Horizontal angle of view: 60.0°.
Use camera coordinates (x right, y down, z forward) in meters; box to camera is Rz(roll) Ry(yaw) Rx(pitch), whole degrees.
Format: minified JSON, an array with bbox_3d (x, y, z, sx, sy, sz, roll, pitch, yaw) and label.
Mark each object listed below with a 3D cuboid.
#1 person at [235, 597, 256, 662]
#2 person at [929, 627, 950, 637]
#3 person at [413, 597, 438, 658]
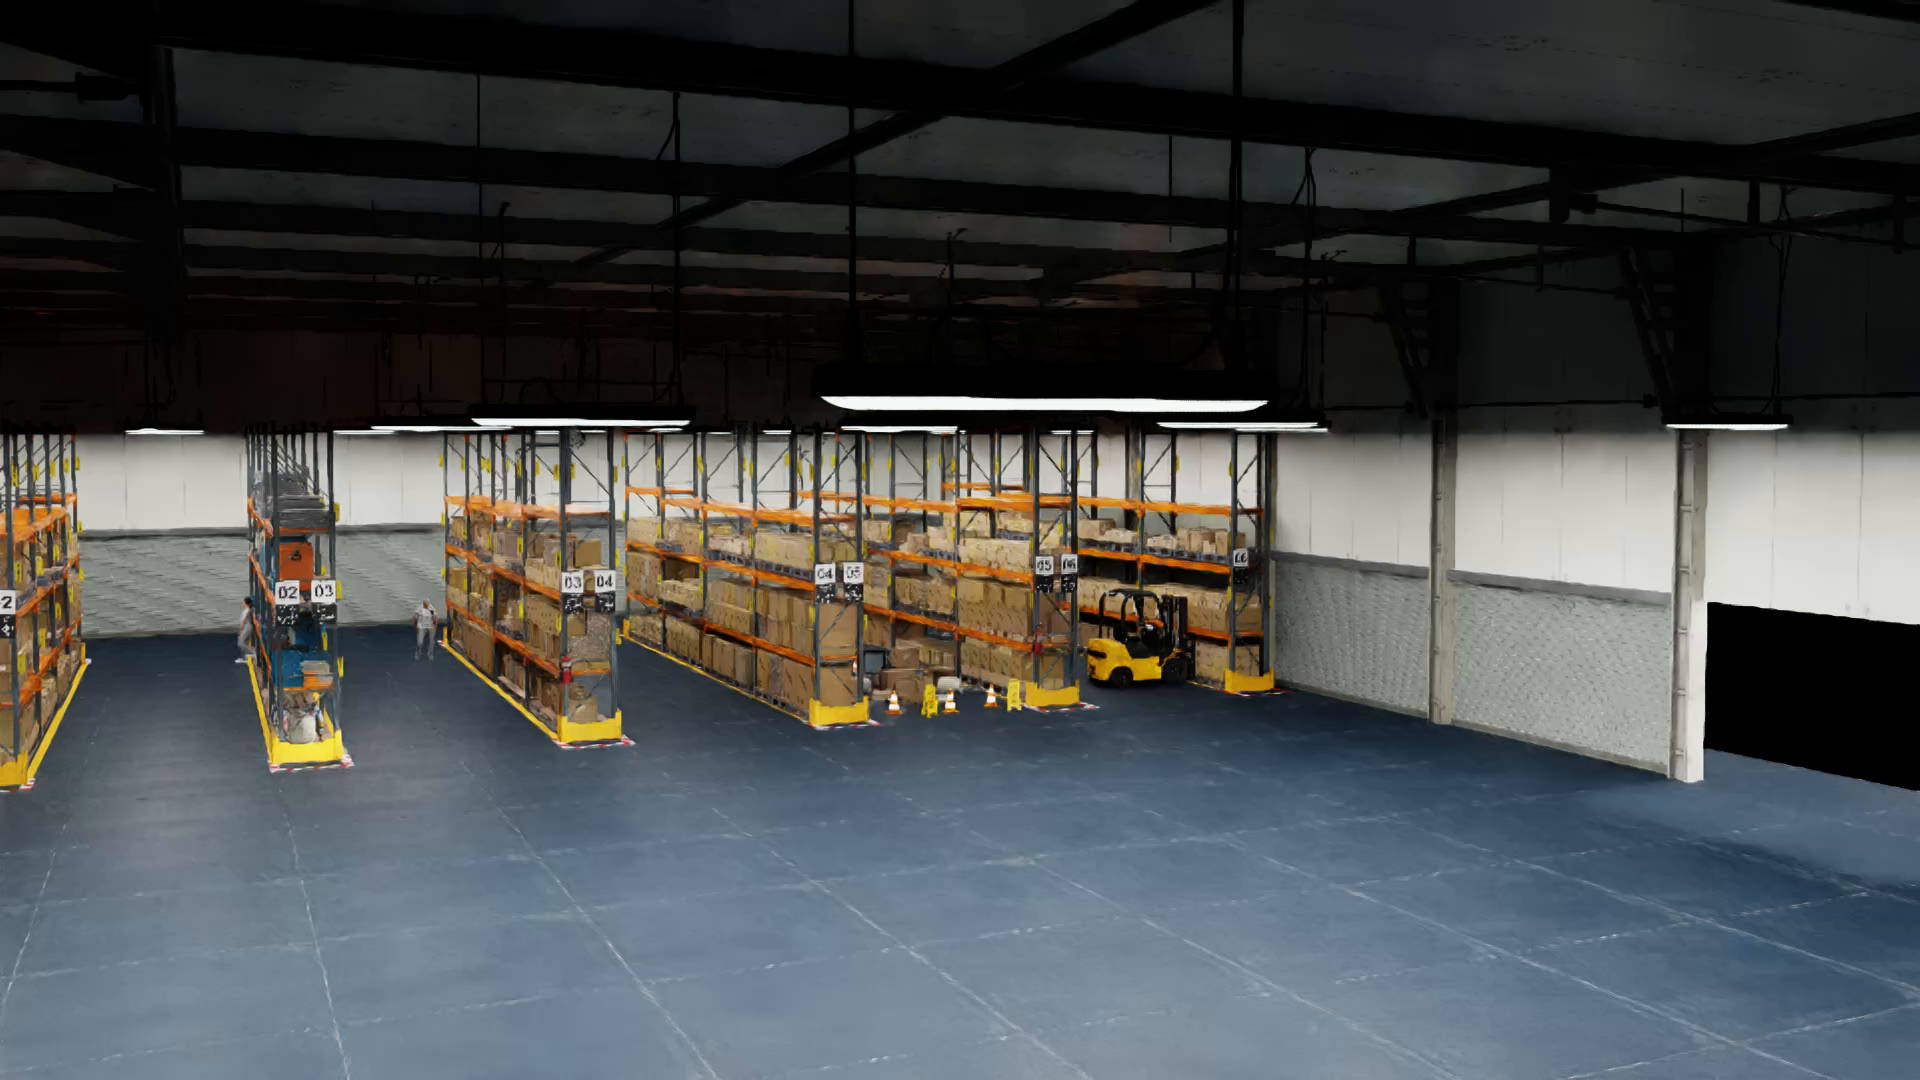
[{"bbox_3d":[-17.963,2.263,41.786,0.568,1.656,0.575,-1,4,-12],"label":"person"},{"bbox_3d":[-0.593,1.860,47.381,0.590,1.778,0.669,0,4,-3],"label":"person"},{"bbox_3d":[-13.725,2.256,42.727,0.626,1.609,0.578,-2,4,-26],"label":"person"}]
